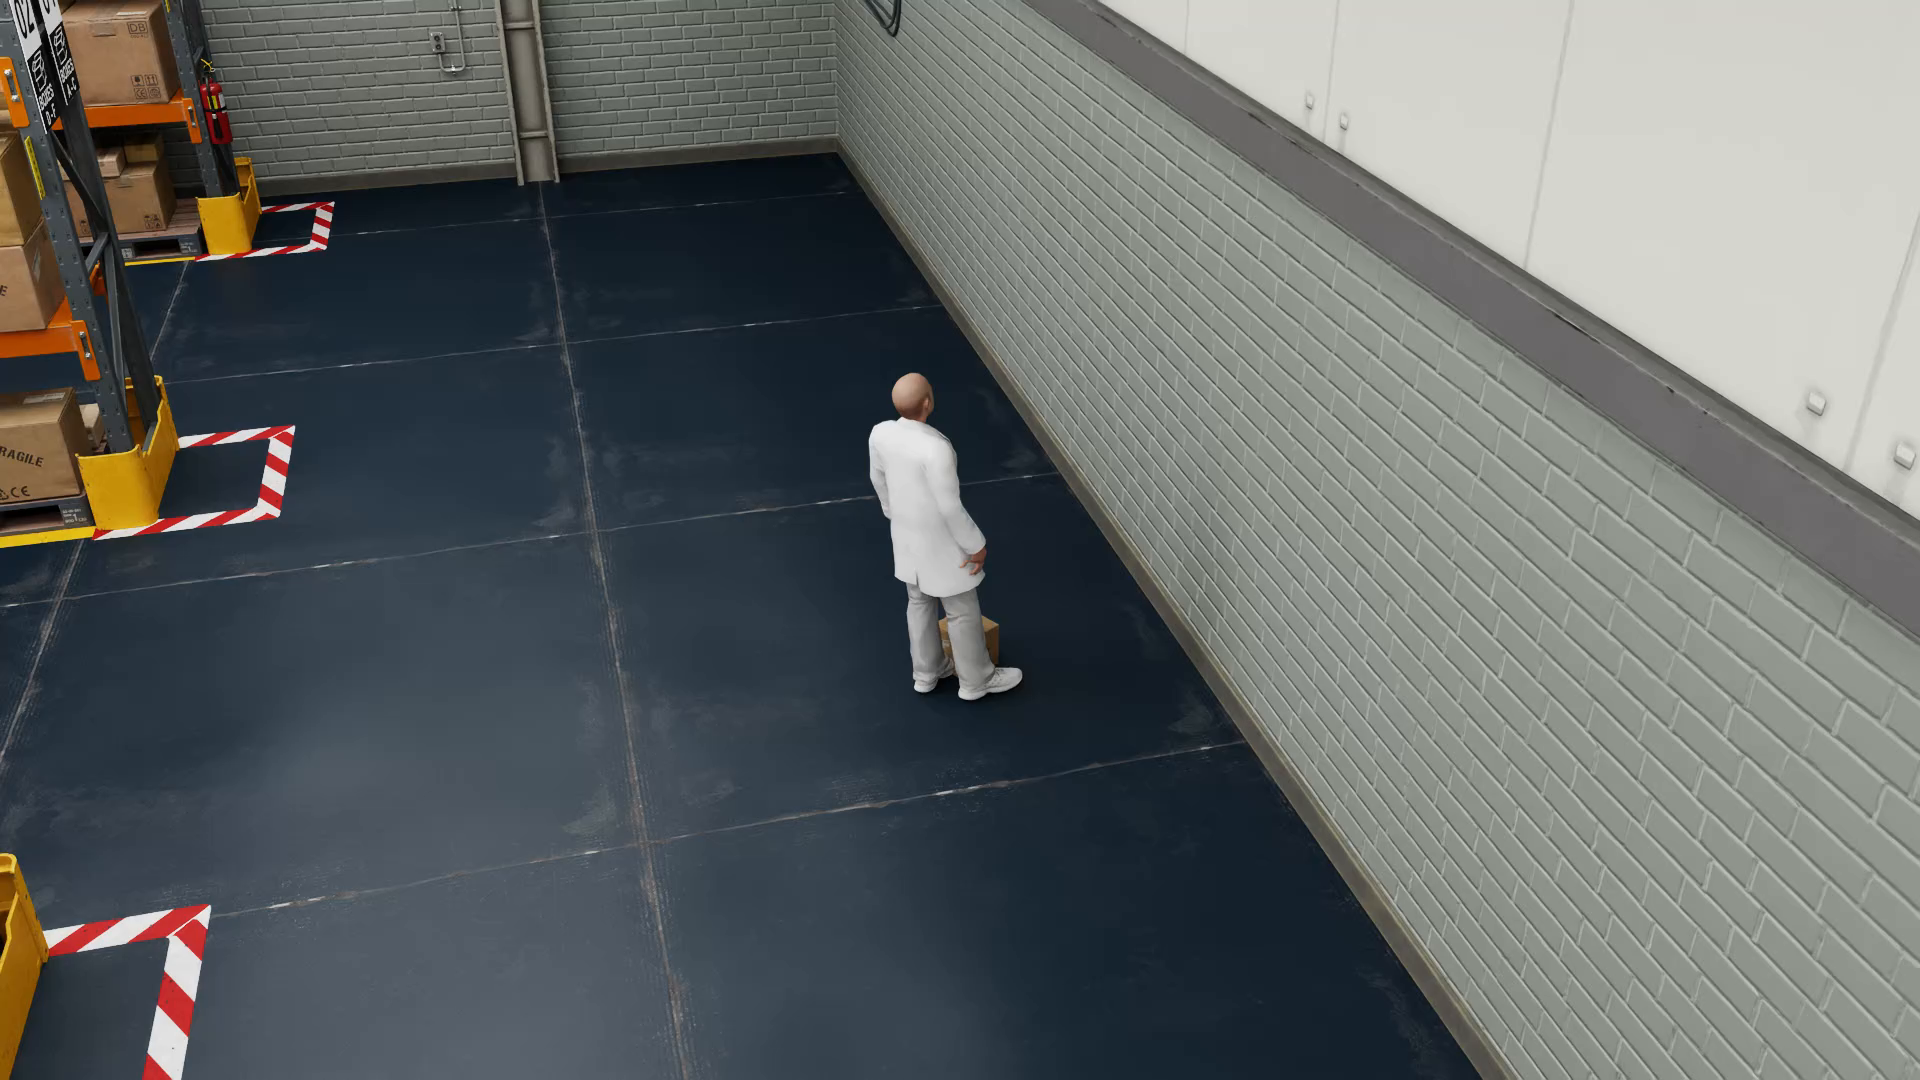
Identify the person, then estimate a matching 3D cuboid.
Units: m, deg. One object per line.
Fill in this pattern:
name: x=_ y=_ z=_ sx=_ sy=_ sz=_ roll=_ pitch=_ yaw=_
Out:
person: x=-0.082 y=-0.043 z=8.317 sx=0.578 sy=1.780 sz=0.698 roll=-26 pitch=39 yaw=-37
